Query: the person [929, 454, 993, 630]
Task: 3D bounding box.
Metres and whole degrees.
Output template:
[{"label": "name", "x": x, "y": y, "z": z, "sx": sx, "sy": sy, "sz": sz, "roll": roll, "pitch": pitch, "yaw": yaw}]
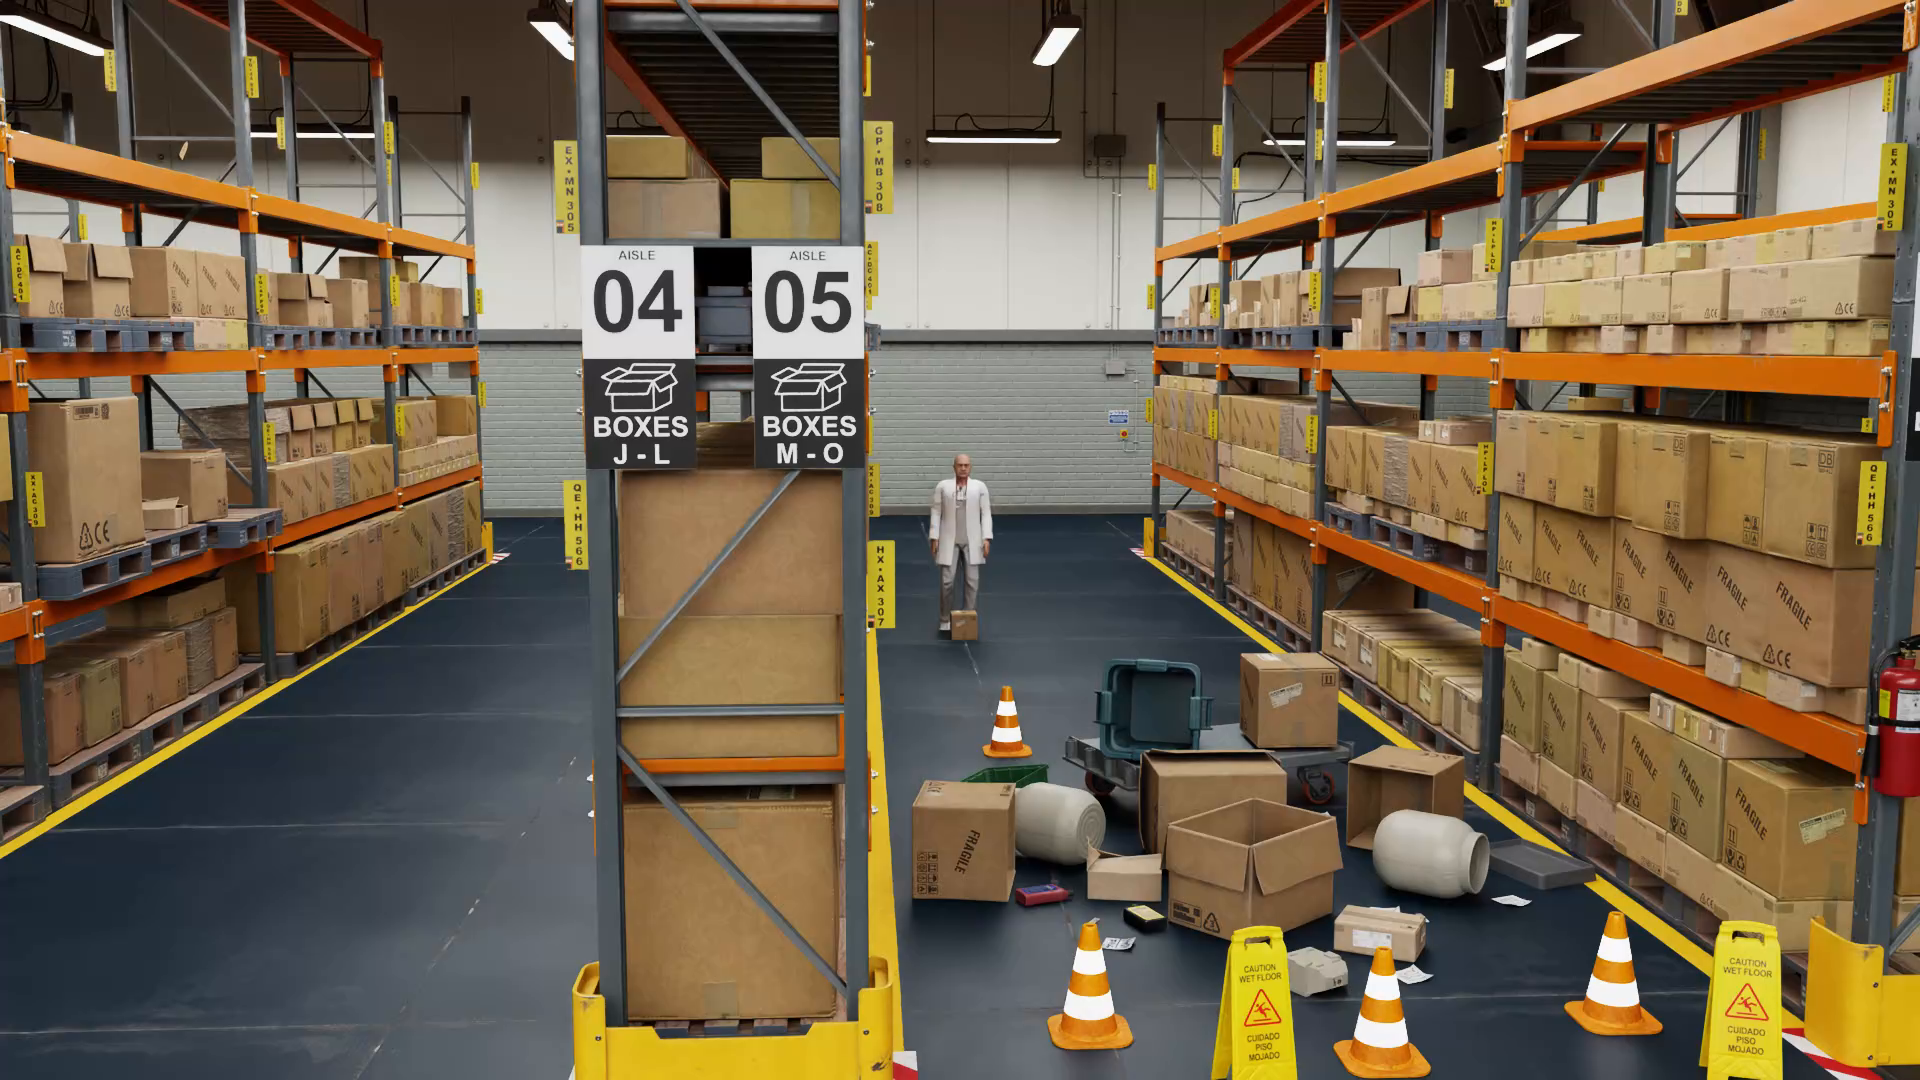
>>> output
[{"label": "person", "x": 0.006, "y": 0.075, "z": 16.652, "sx": 0.639, "sy": 1.867, "sz": 0.465, "roll": 0, "pitch": 7, "yaw": -2}]
